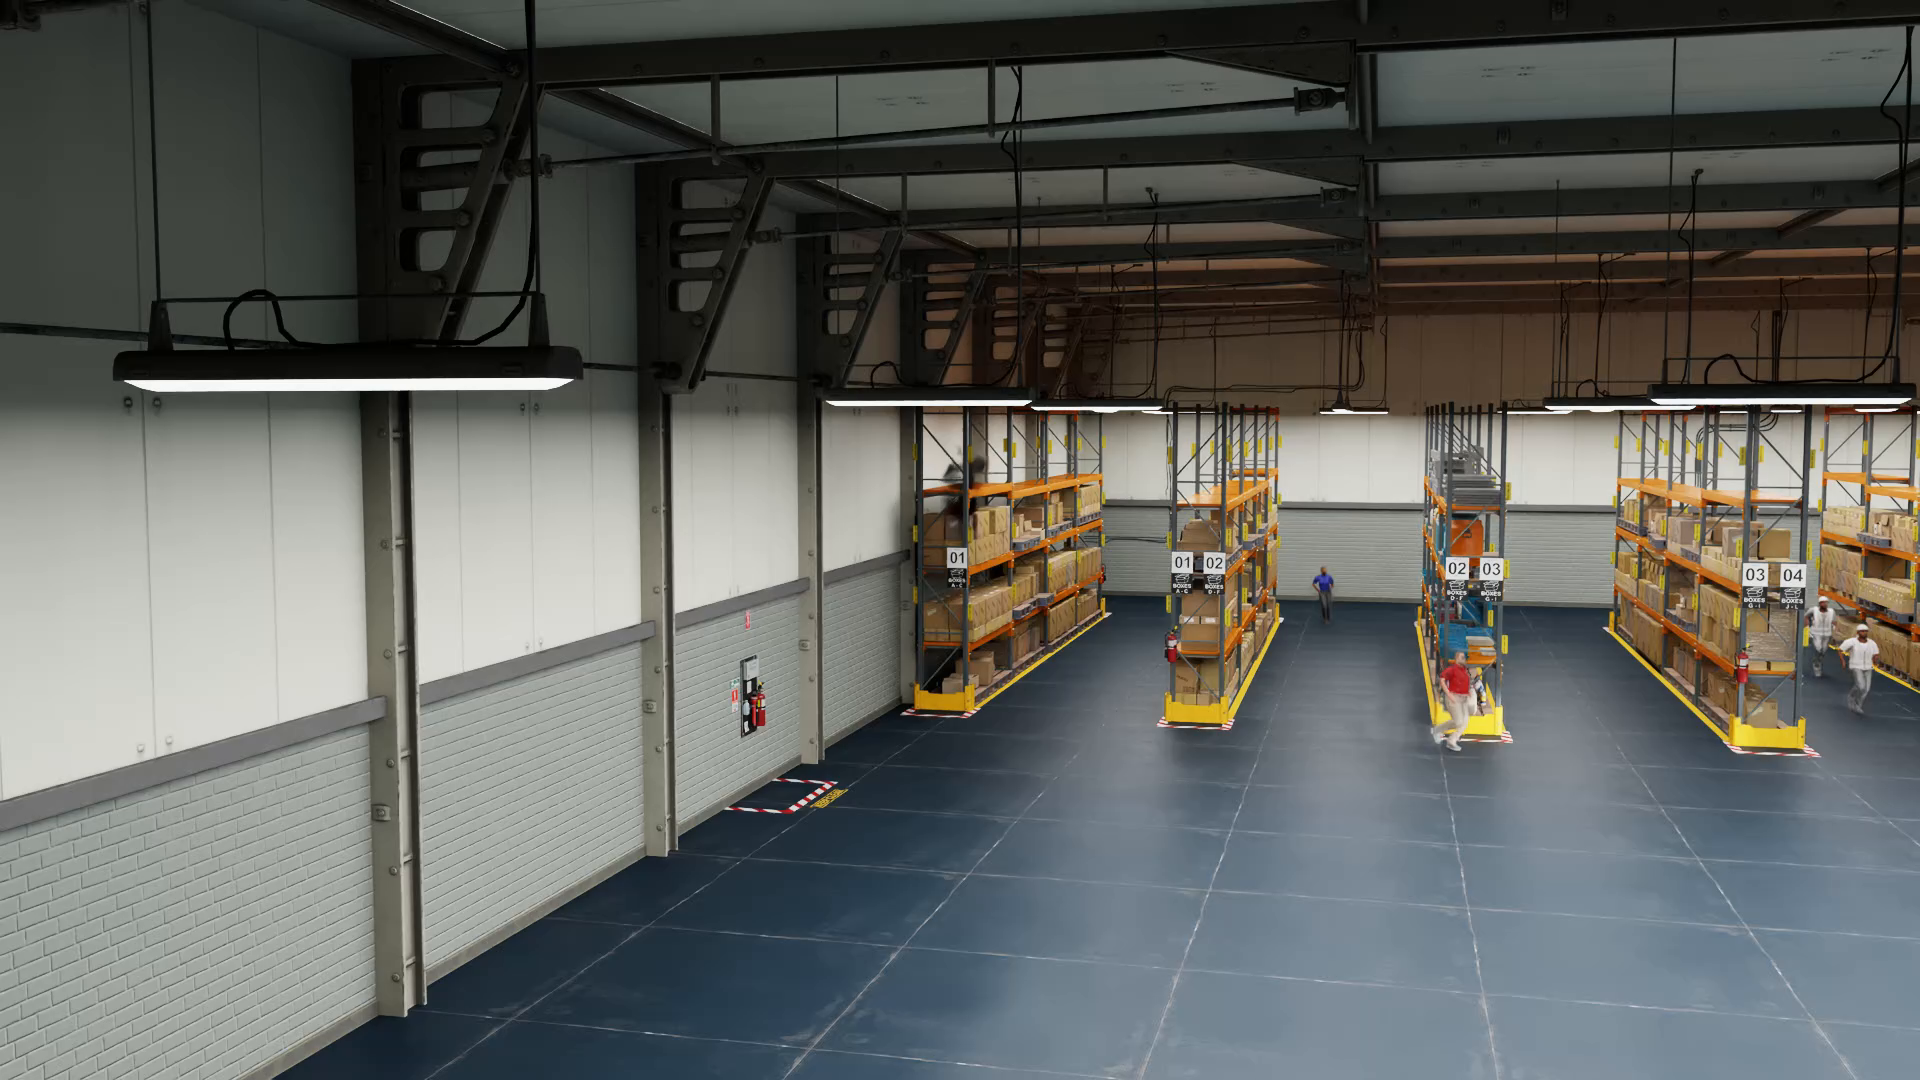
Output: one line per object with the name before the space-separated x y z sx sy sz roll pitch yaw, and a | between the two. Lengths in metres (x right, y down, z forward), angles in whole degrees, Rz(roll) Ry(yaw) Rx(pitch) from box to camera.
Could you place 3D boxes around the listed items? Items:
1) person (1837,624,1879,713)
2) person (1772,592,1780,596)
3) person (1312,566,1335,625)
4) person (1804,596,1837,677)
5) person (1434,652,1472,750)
person | 17.381 2.486 32.056 0.692 1.724 0.607 0 4 3
person | 20.727 1.769 42.394 0.621 1.665 0.847 3 5 31
person | 10.035 1.539 45.781 0.582 1.650 0.650 0 4 -4
person | 19.083 2.133 36.835 0.593 1.811 0.868 1 4 8
person | 8.571 2.771 28.806 0.717 1.670 0.578 -4 6 -42
